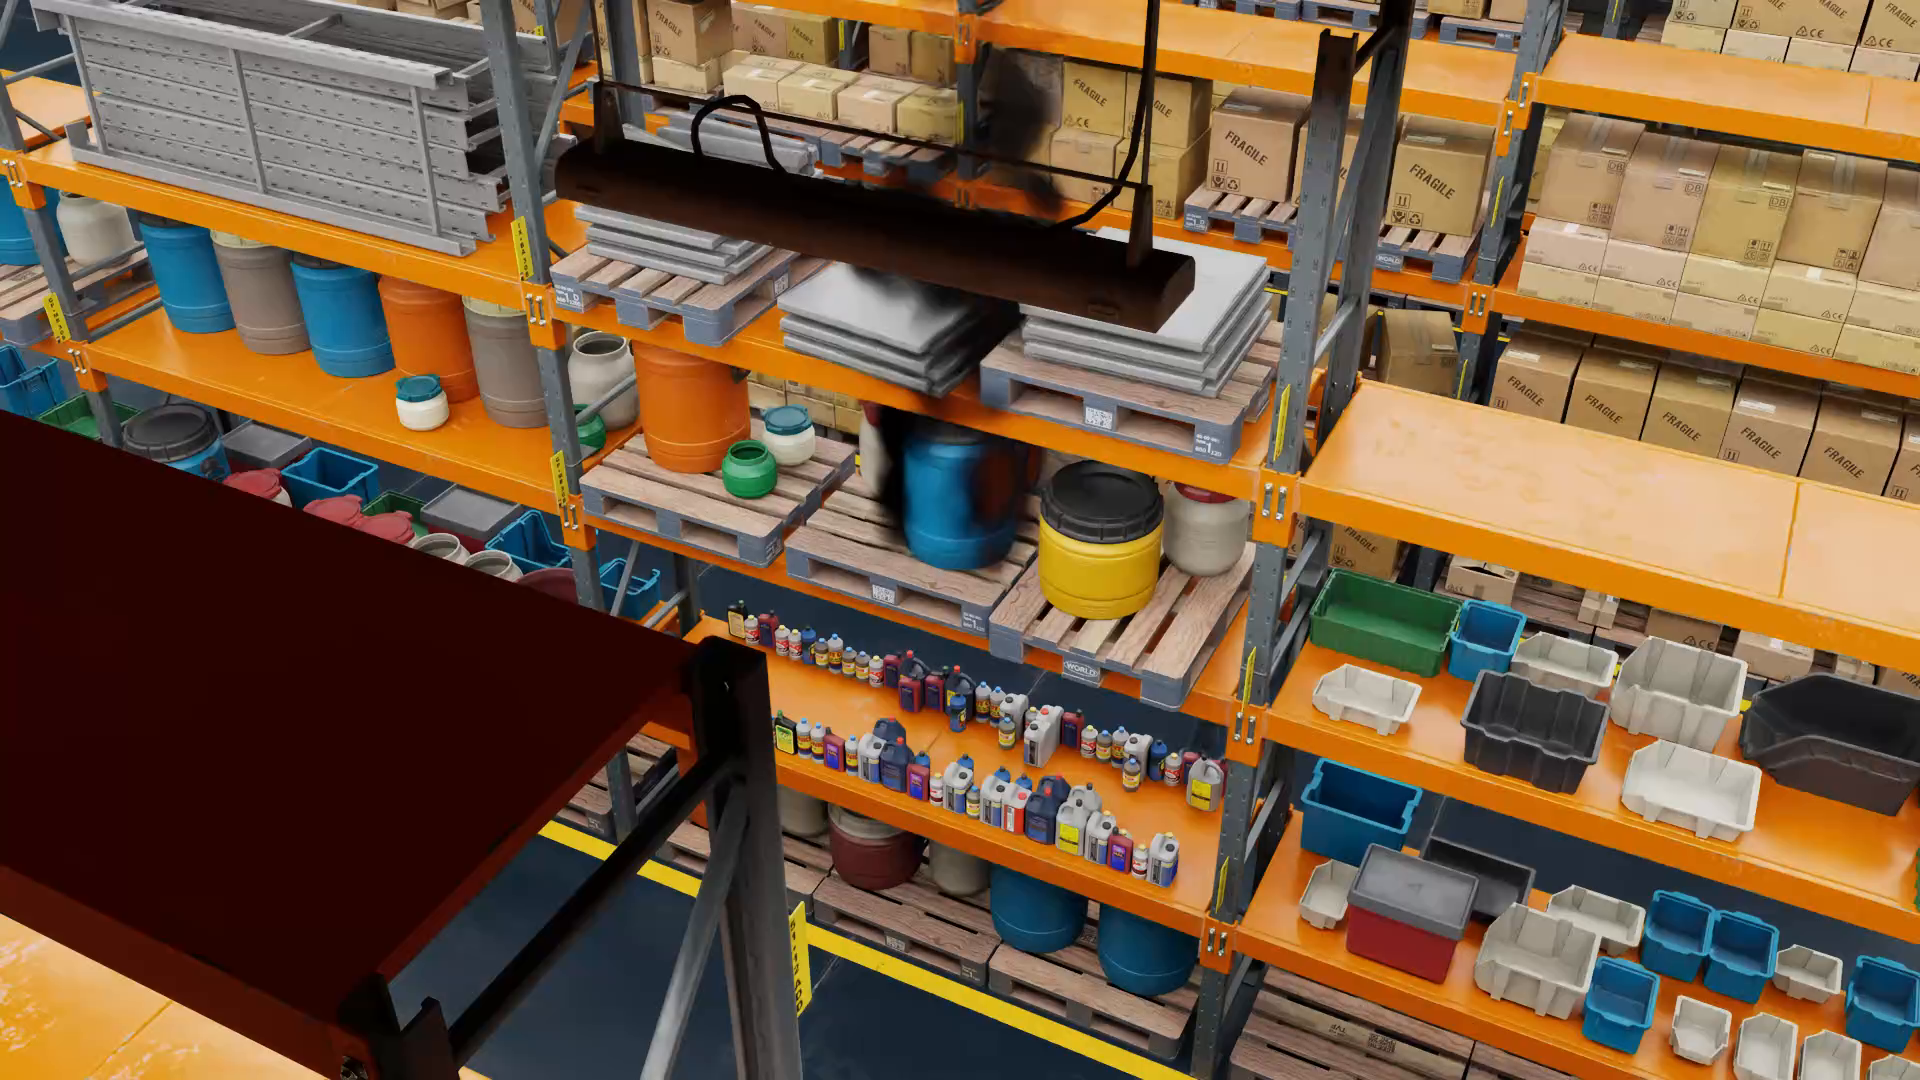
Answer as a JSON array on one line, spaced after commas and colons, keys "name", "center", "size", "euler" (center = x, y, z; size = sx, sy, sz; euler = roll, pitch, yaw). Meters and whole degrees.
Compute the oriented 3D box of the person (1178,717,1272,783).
[{"name": "person", "center": [1.736, 0.885, 10.628], "size": [0.780, 1.846, 0.704], "euler": [20, 40, 26]}]
